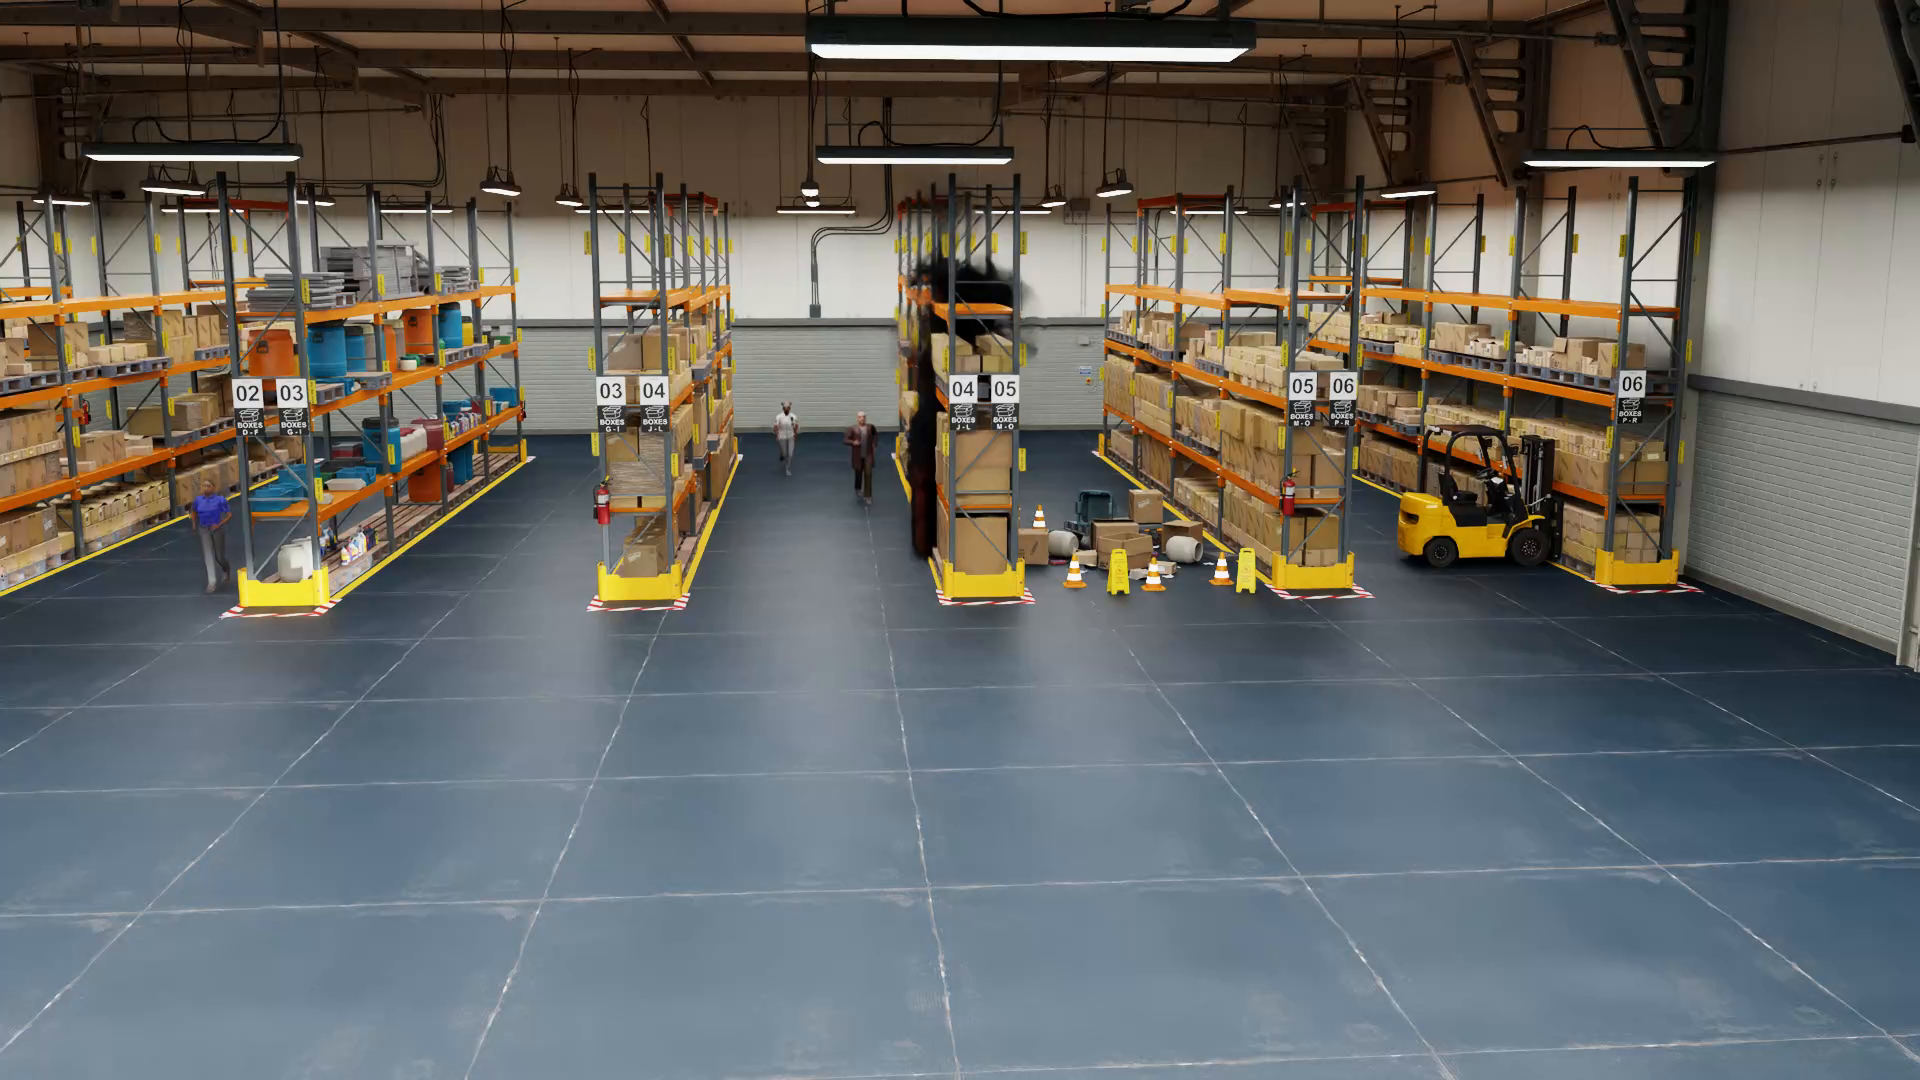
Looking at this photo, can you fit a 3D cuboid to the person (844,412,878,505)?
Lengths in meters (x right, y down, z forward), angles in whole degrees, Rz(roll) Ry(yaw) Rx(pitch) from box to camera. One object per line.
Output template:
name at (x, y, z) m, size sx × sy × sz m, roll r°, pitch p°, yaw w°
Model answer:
person at (-1.922, -1.627, 32.662) m, size 0.708 × 1.791 × 0.990 m, roll -2°, pitch 10°, yaw -11°

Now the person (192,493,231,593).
person at (-11.005, 0.005, 24.498) m, size 0.555 × 1.446 × 0.770 m, roll -2°, pitch 10°, yaw -10°

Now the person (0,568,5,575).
person at (-12.160, 0.611, 20.666) m, size 0.652 × 1.583 × 0.512 m, roll 4°, pitch 11°, yaw 19°

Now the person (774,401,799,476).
person at (-3.853, -2.279, 36.940) m, size 0.561 × 1.652 × 0.587 m, roll -2°, pitch 10°, yaw -11°
